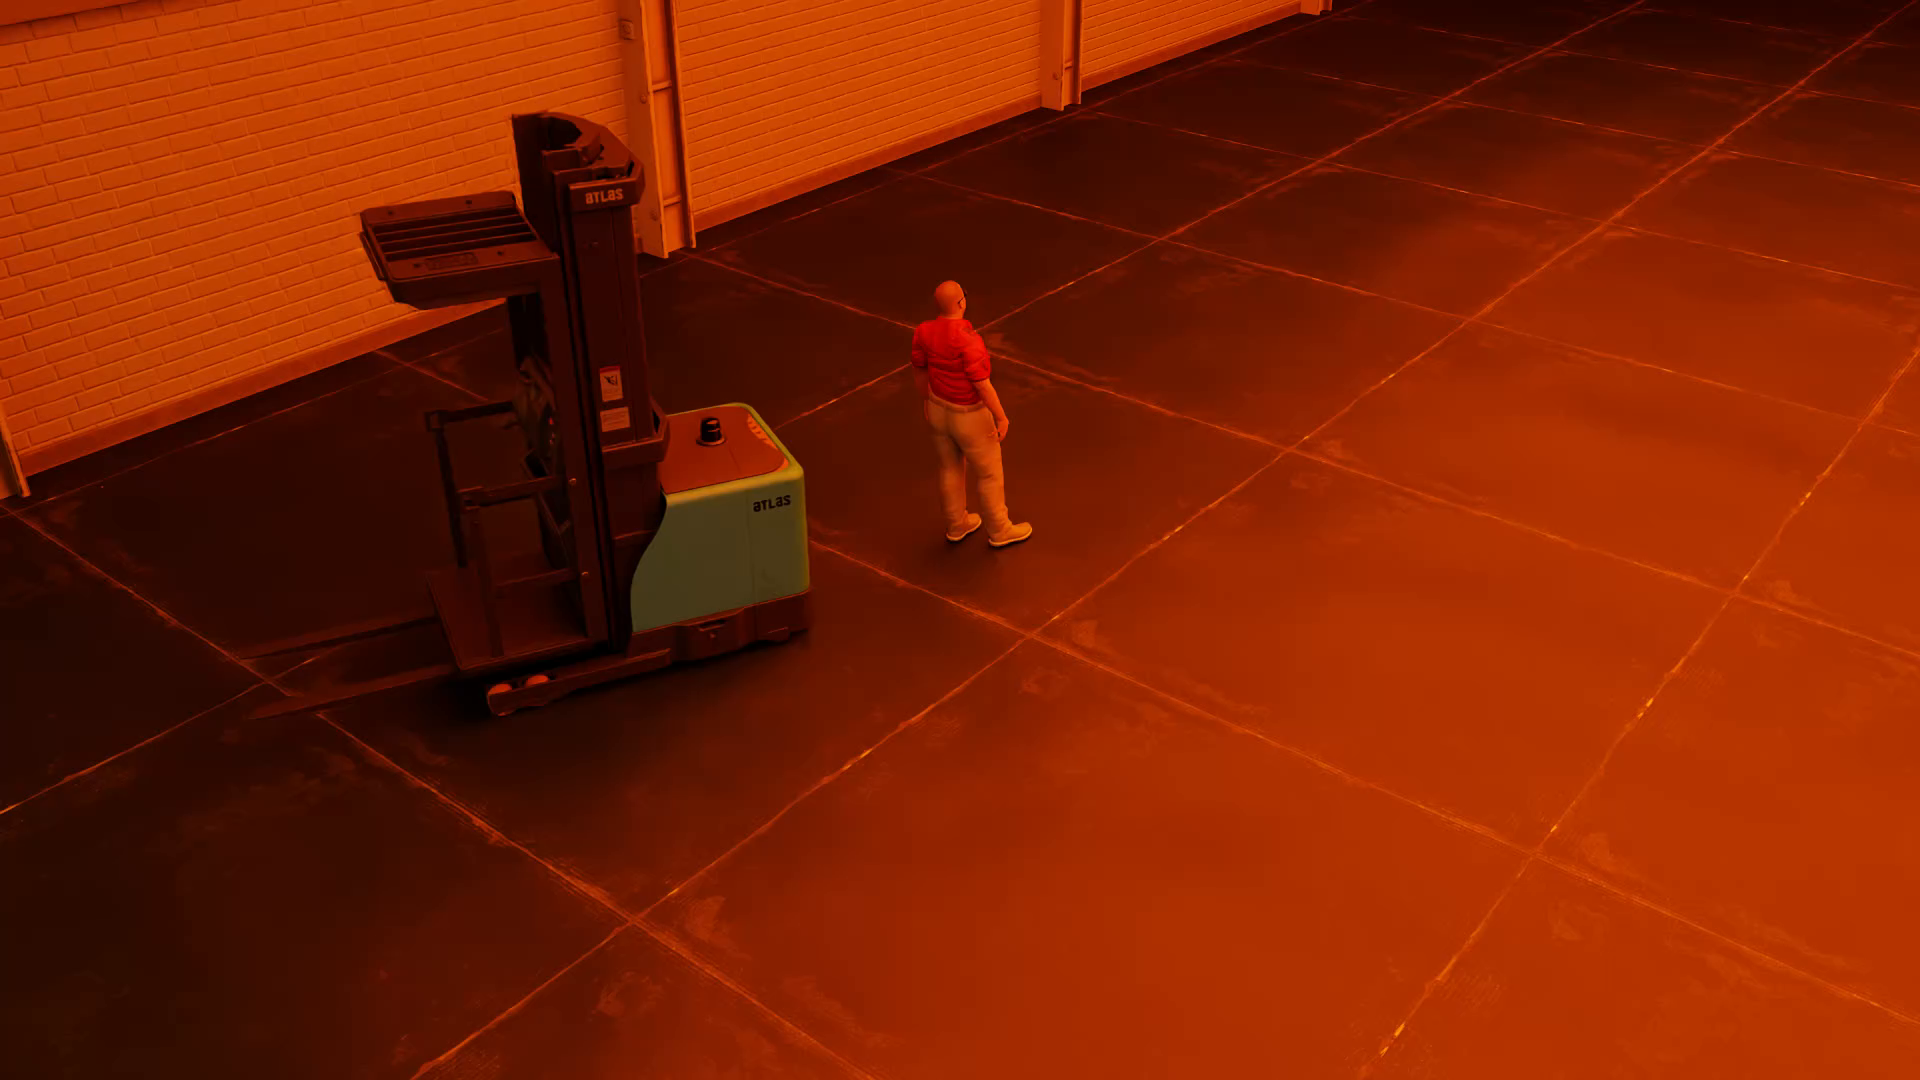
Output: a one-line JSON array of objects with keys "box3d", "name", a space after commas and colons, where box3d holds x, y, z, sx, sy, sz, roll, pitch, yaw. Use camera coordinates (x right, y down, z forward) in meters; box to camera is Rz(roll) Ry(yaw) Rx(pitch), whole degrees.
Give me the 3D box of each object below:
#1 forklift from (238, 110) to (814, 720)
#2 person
[{"box3d": [-2.398, -0.632, 8.676, 3.031, 2.935, 1.130, -13, 33, -21], "name": "forklift"}, {"box3d": [0.065, -0.785, 10.114, 0.641, 1.727, 0.550, 22, 37, 33], "name": "person"}]
